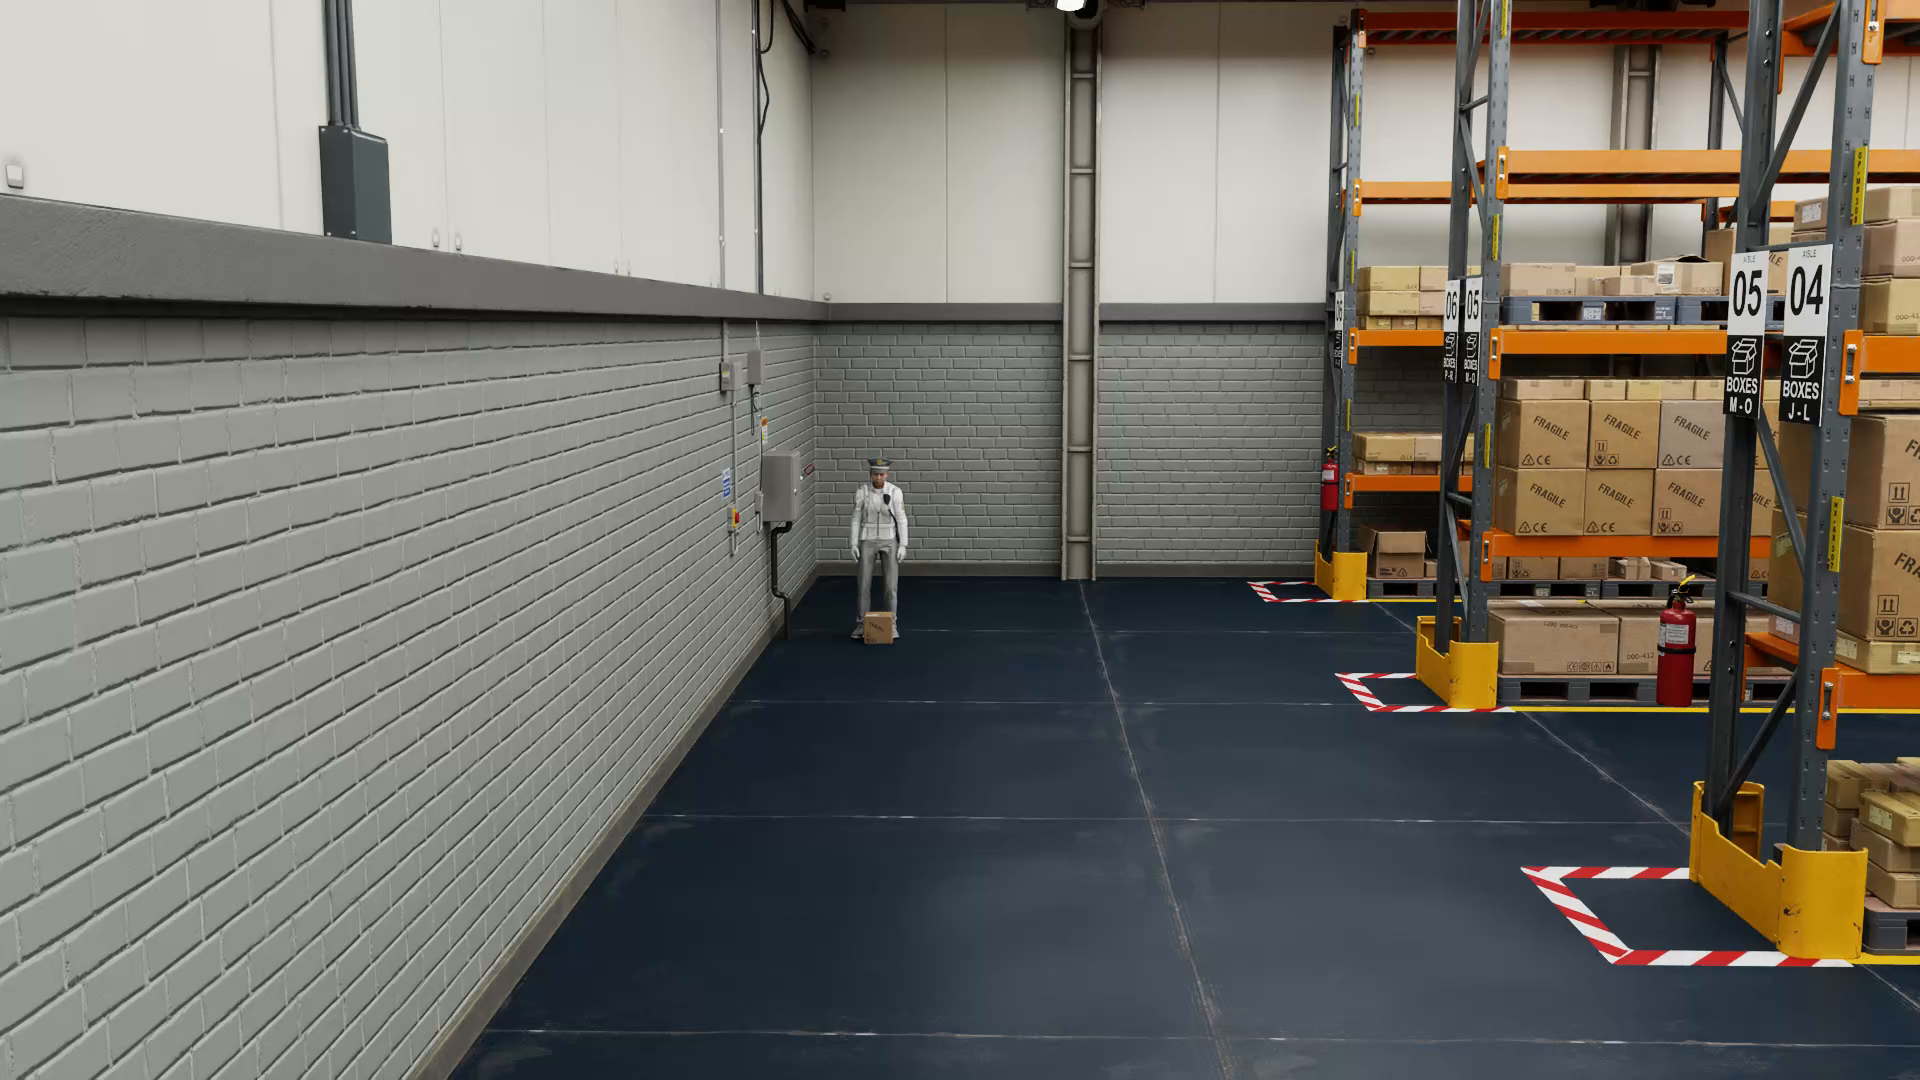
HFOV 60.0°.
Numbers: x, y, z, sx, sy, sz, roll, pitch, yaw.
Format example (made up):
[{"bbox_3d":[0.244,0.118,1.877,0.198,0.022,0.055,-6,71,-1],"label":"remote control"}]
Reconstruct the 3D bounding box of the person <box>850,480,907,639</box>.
[{"bbox_3d":[-0.745,0.203,15.276,0.528,1.385,0.358,0,7,2],"label":"person"}]
